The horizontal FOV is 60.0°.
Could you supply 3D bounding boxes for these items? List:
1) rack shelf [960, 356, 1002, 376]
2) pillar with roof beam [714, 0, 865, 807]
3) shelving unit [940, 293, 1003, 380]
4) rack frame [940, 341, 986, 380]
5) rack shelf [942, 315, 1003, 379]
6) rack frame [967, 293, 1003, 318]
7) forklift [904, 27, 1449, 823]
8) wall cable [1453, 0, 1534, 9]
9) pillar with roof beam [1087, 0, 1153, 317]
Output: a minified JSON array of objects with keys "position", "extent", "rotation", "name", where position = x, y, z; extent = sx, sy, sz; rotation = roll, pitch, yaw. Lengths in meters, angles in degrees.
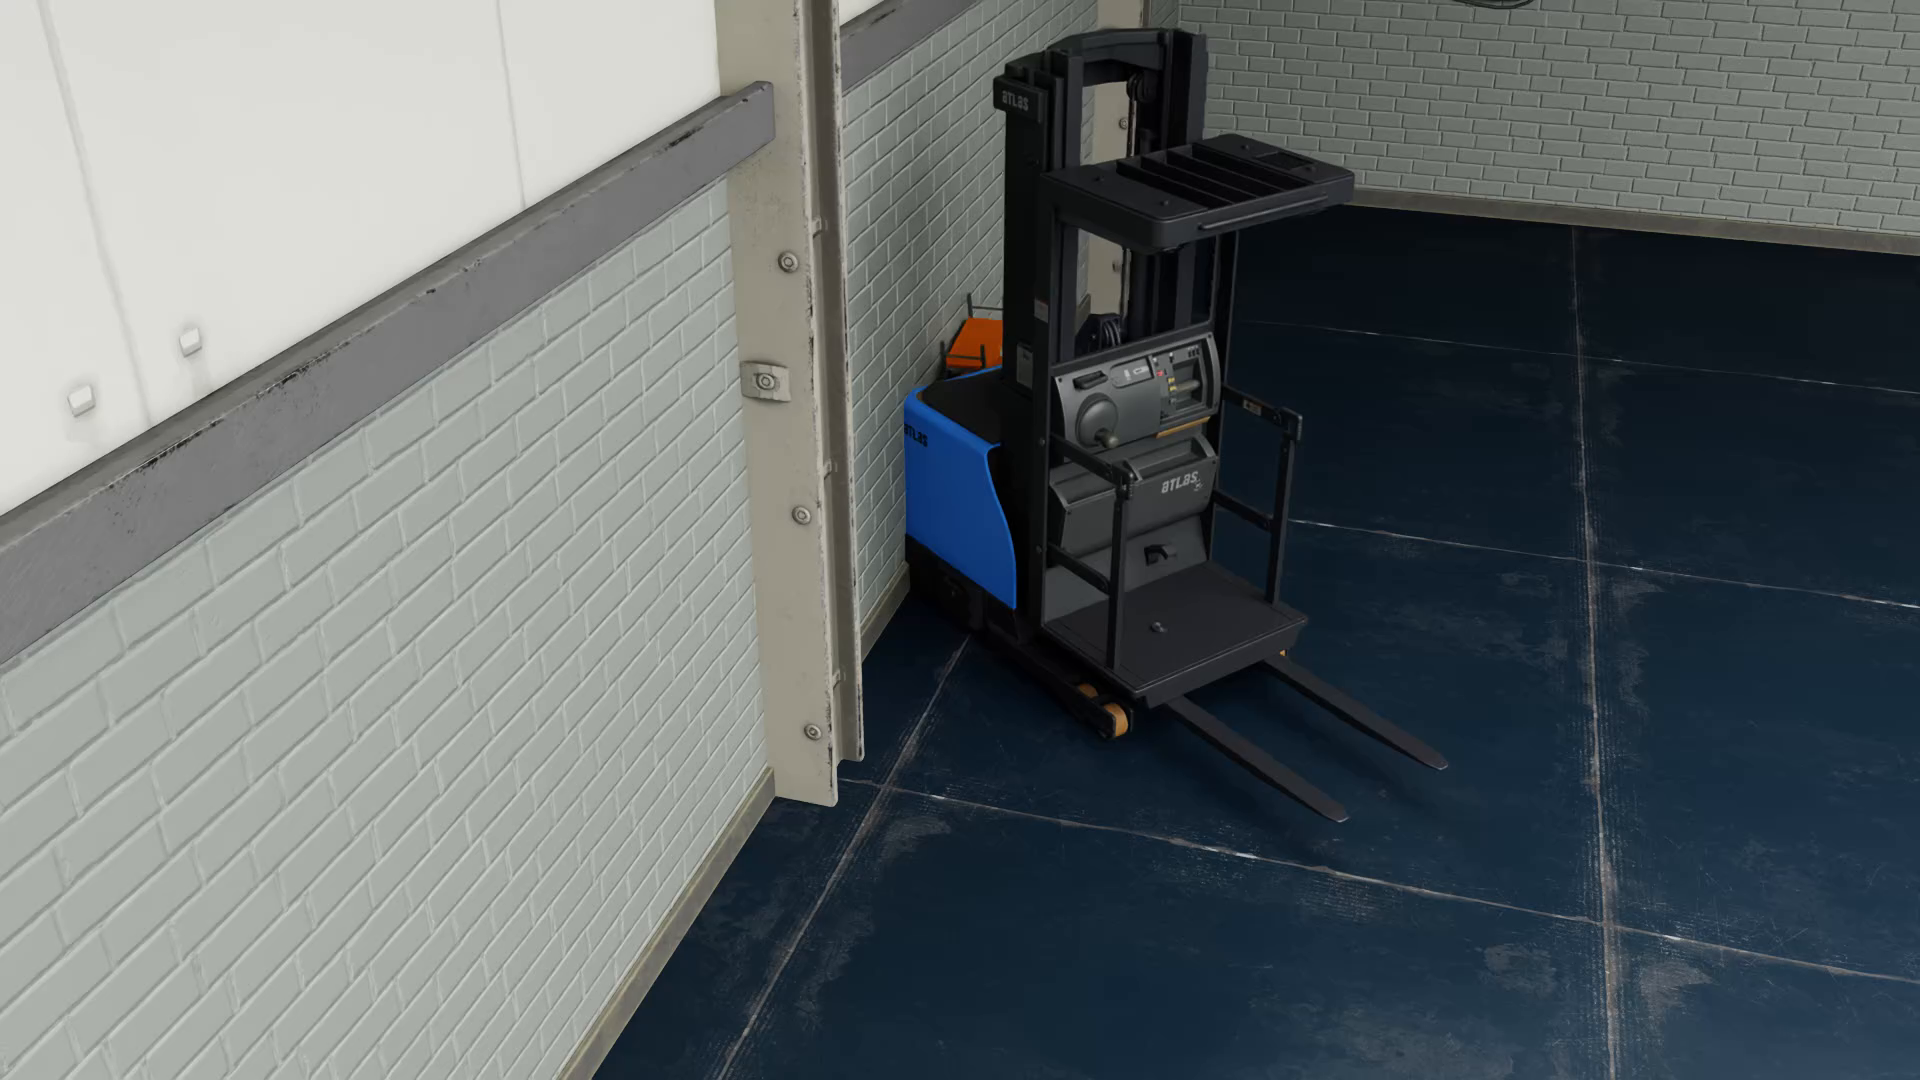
[{"position":[0.119,-0.830,9.104],"extent":[0.258,0.148,0.480],"rotation":[7,41,16],"name":"rack shelf"},{"position":[3.481,-2.279,4.090],"extent":[9.100,9.000,0.400],"rotation":[8,30,15],"name":"pillar with roof beam"},{"position":[0.132,-0.710,9.202],"extent":[0.258,1.200,0.503],"rotation":[7,41,16],"name":"shelving unit"},{"position":[0.061,-0.558,9.025],"extent":[0.240,1.200,0.015],"rotation":[7,41,16],"name":"rack frame"},{"position":[0.099,-1.013,8.955],"extent":[0.258,0.148,0.480],"rotation":[7,41,16],"name":"rack shelf"},{"position":[0.203,-0.861,9.379],"extent":[0.240,1.200,0.015],"rotation":[7,41,16],"name":"rack frame"},{"position":[0.936,-0.637,7.379],"extent":[1.130,2.935,3.031],"rotation":[-19,34,-30],"name":"forklift"},{"position":[3.256,-5.505,13.084],"extent":[3.097,2.526,0.112],"rotation":[8,30,15],"name":"wall cable"},{"position":[5.242,-5.067,9.103],"extent":[9.100,9.000,0.400],"rotation":[8,30,15],"name":"pillar with roof beam"}]
